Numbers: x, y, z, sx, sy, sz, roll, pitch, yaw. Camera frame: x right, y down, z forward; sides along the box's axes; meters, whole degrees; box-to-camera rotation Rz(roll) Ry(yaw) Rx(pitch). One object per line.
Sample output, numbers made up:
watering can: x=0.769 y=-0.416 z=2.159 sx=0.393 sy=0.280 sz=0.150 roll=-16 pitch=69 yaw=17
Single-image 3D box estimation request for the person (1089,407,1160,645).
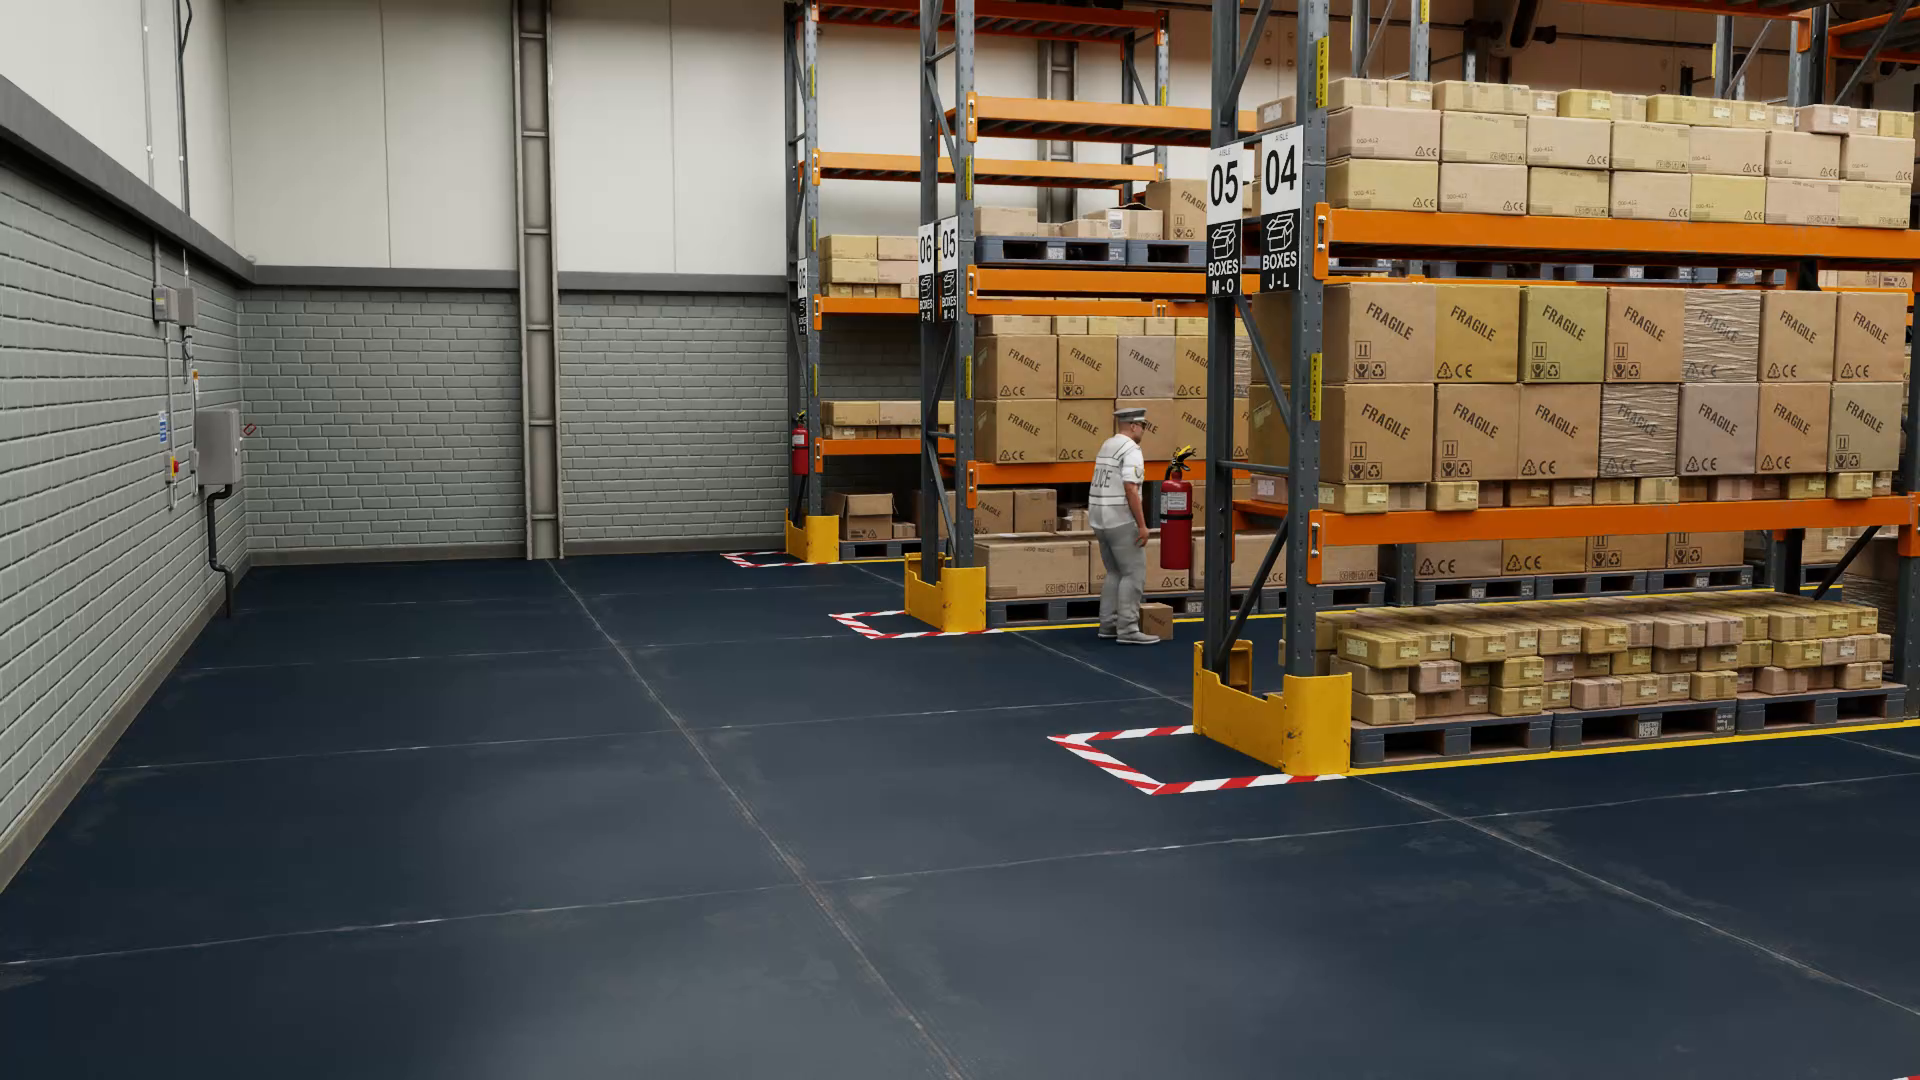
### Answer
person: x=1.200 y=-0.113 z=12.434 sx=0.434 sy=1.745 sz=0.595 roll=-2 pitch=6 yaw=-20
